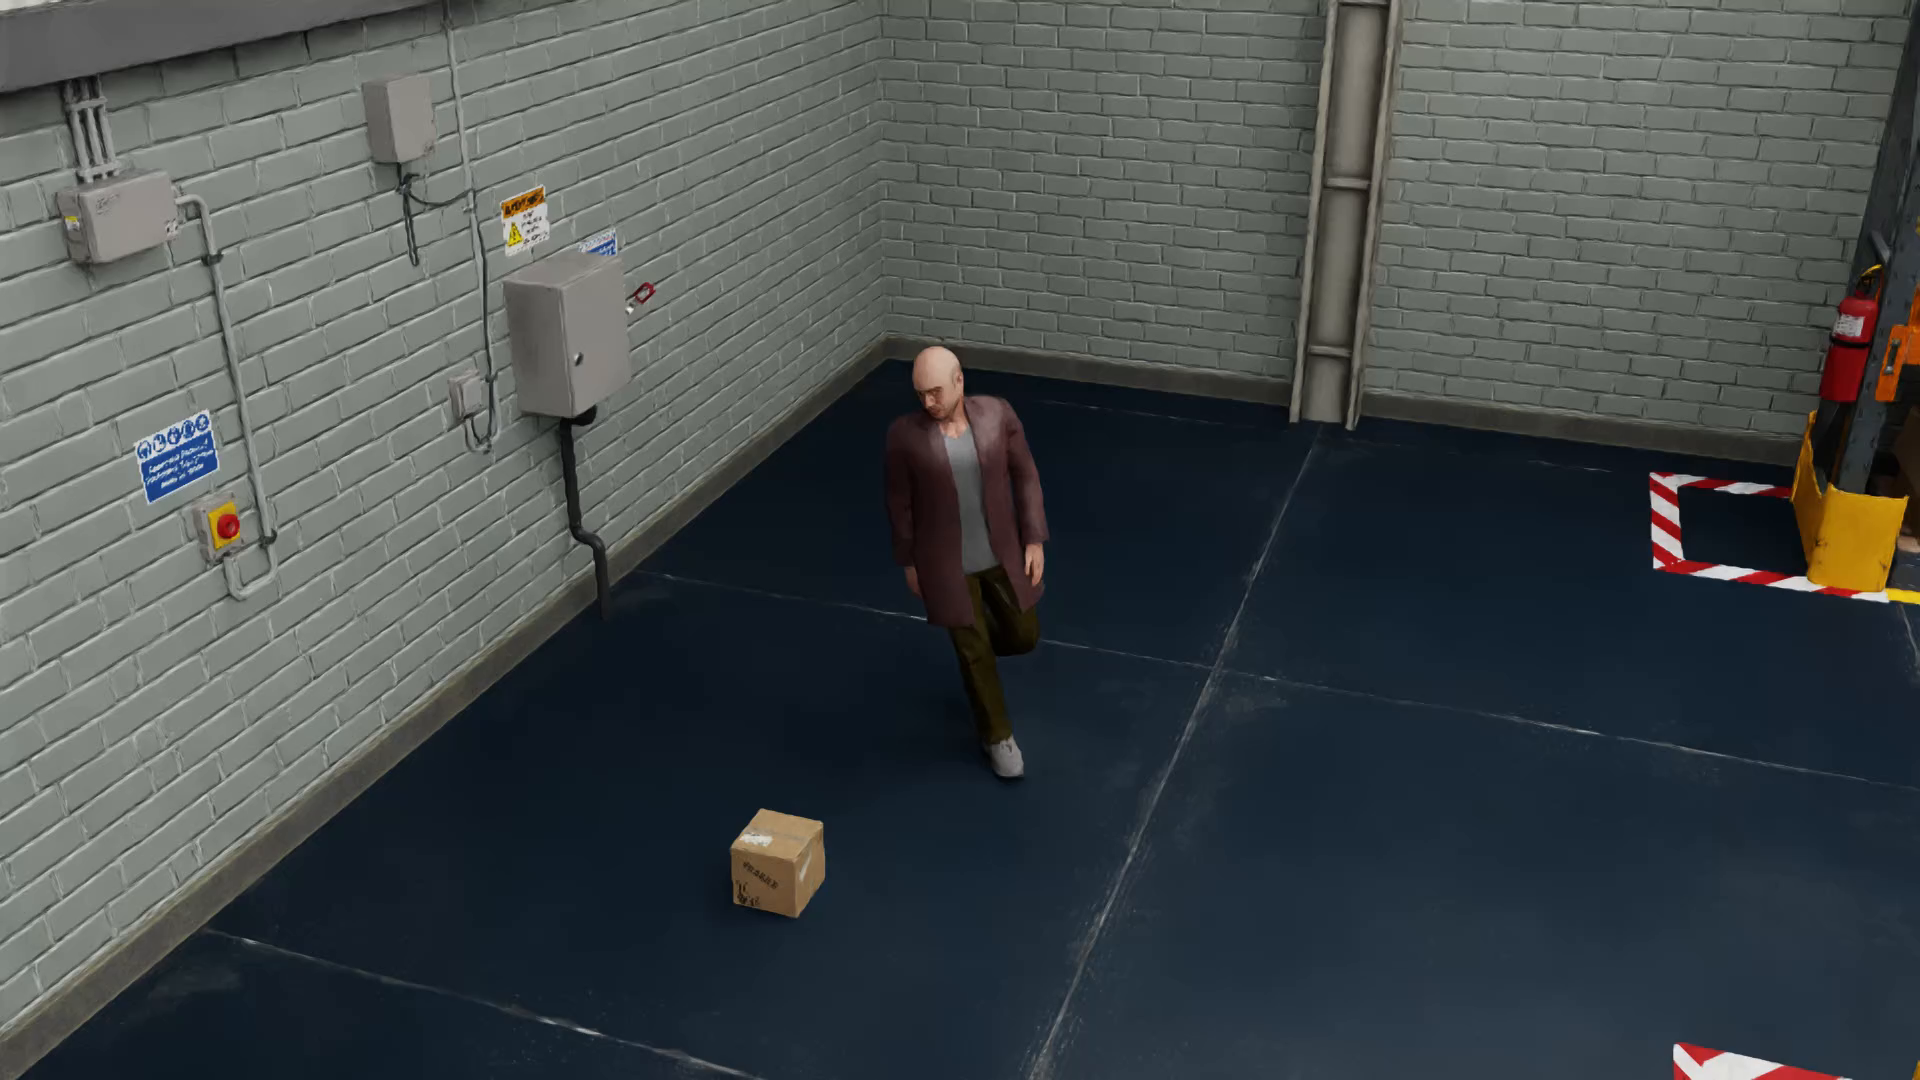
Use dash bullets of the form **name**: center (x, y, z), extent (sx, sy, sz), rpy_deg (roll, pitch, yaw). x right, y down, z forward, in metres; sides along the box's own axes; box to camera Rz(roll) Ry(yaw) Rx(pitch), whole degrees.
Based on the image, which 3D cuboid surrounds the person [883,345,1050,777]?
- **person**: center (0.017, 0.044, 6.562), extent (0.625, 1.749, 0.778), rpy_deg (-8, 26, -16)
